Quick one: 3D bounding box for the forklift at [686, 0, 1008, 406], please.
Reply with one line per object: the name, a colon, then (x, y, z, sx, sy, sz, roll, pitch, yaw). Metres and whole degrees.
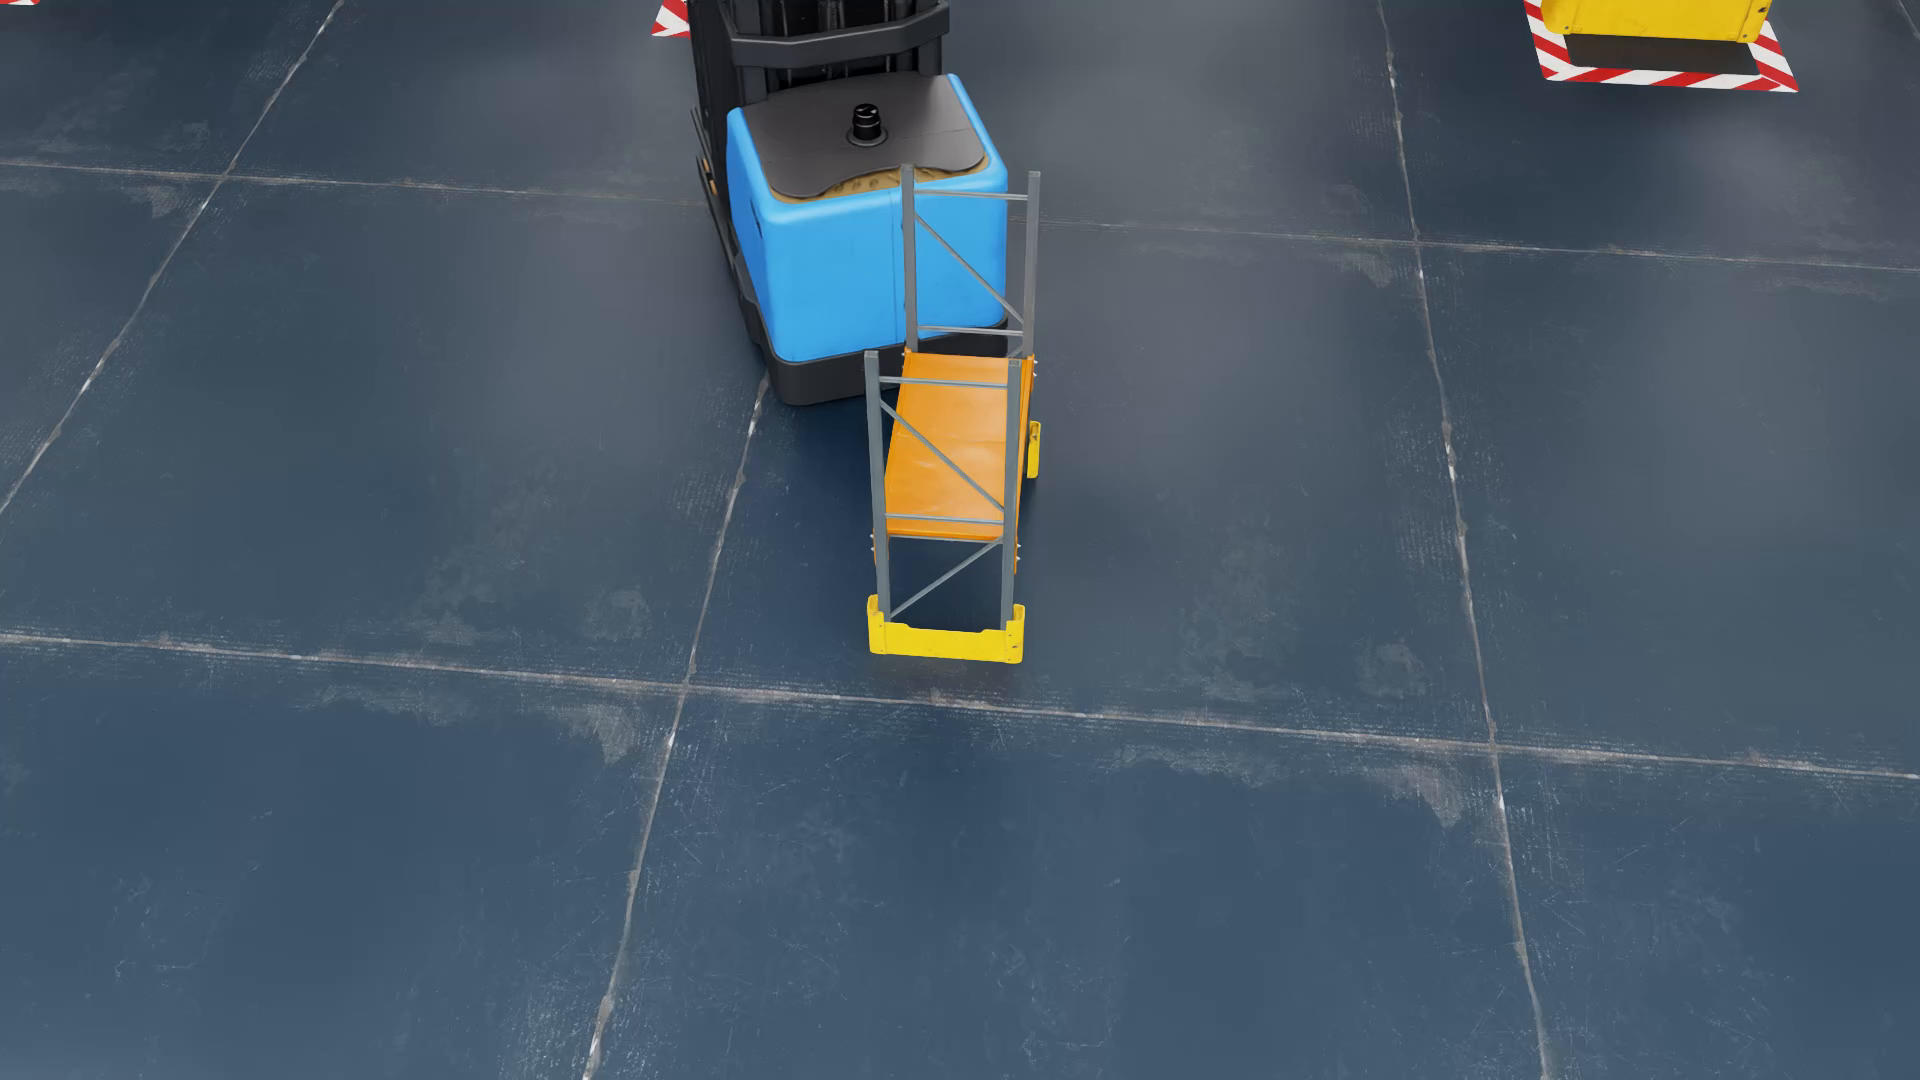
forklift: (-0.689, -2.683, 7.244, 1.130, 2.935, 3.031, -12, 49, -11)

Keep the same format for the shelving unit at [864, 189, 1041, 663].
shelving unit: (-0.007, -0.450, 6.171, 0.587, 1.500, 1.083, 4, 48, 4)

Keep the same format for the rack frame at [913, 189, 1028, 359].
rack frame: (0.040, -0.817, 6.507, 0.475, 1.308, 0.013, 4, 48, 4)

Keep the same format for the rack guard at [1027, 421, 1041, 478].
rack guard: (0.038, -0.394, 6.967, 0.587, 0.250, 0.087, 4, 48, 4)

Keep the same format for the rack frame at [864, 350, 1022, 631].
rack frame: (-0.054, -0.070, 5.824, 0.500, 1.500, 0.032, 4, 48, 4)

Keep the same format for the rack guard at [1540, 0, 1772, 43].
rack guard: (3.916, -3.118, 9.289, 1.175, 0.500, 0.348, 4, 48, 4)

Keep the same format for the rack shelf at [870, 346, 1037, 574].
rack shelf: (-0.008, -0.322, 6.298, 0.538, 0.185, 1.000, 4, 48, 4)

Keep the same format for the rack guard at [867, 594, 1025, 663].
rack guard: (-0.052, 0.338, 6.298, 0.587, 0.250, 0.087, 4, 48, 4)
